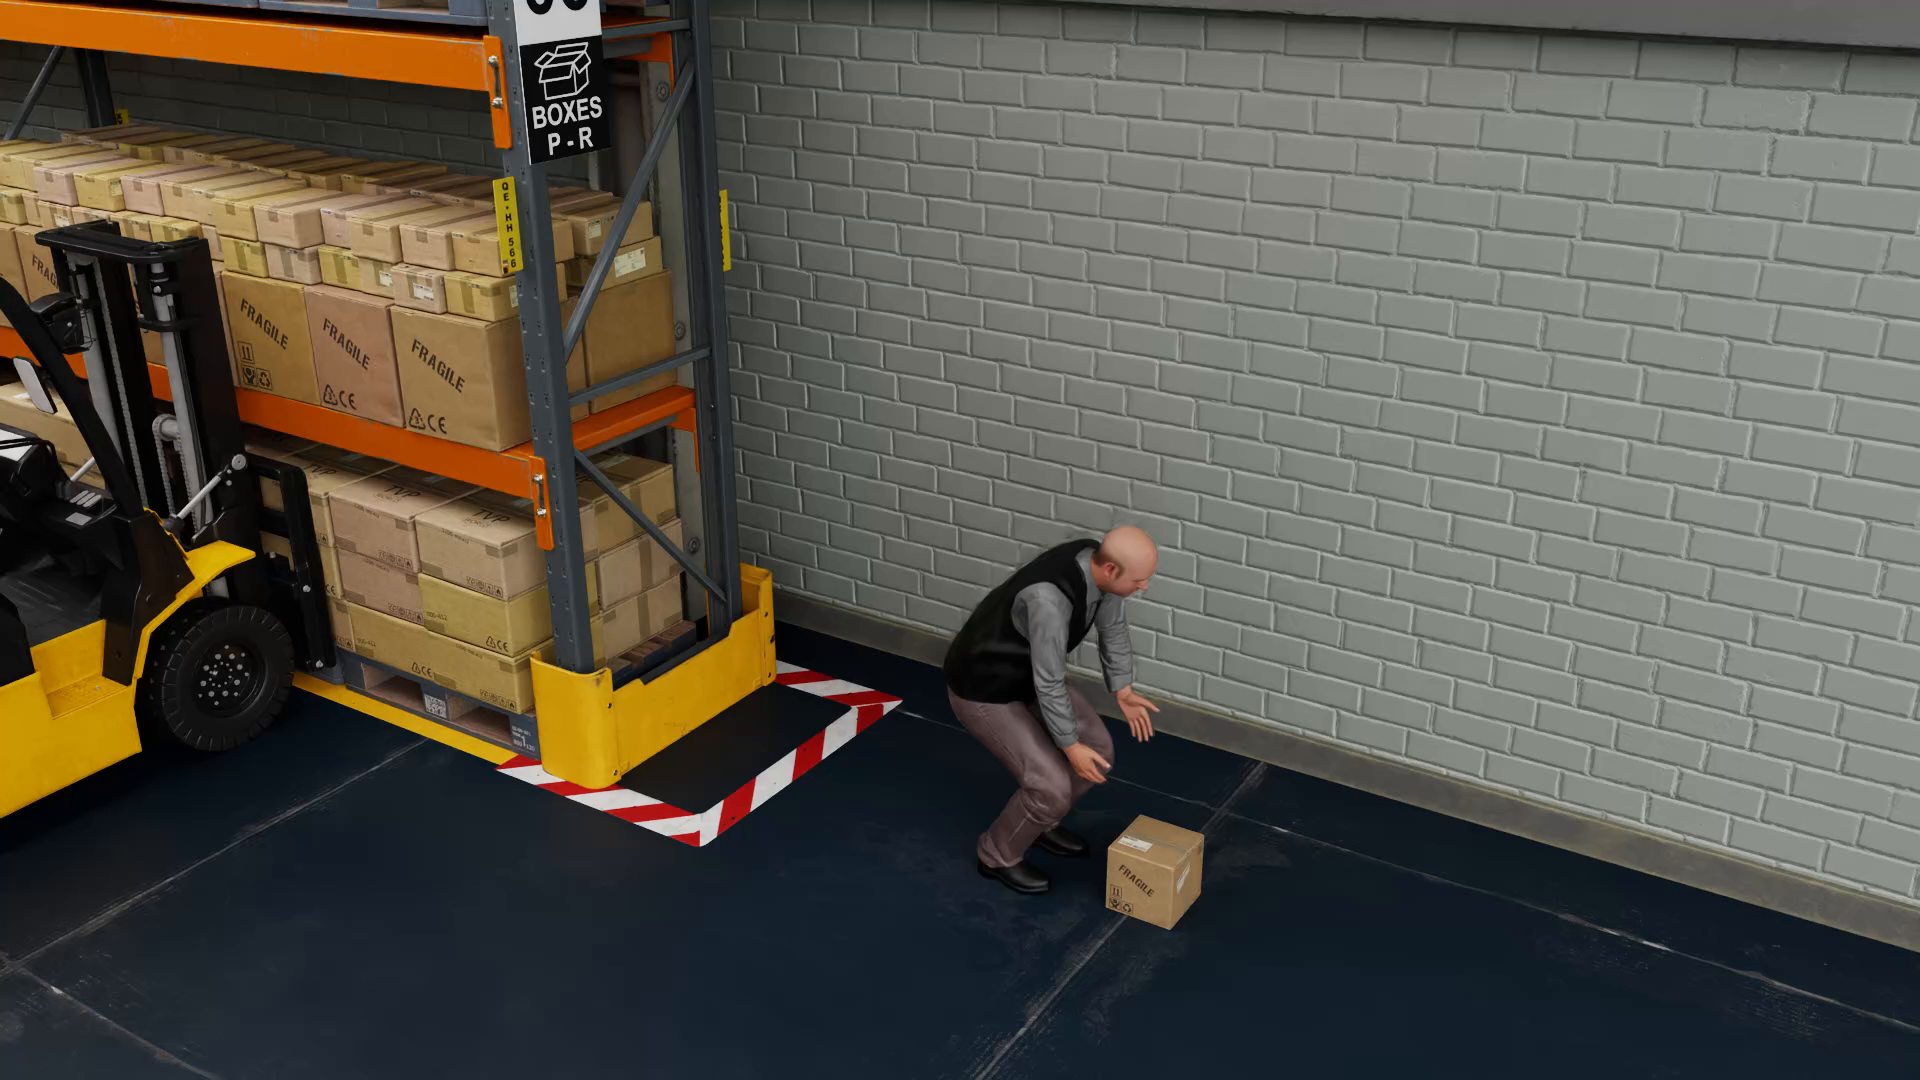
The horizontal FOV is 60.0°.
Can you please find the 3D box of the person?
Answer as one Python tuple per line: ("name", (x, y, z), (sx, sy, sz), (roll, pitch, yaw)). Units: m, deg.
("person", (0.325, 0.538, 5.809), (0.727, 1.375, 0.591), (14, 27, 29))
